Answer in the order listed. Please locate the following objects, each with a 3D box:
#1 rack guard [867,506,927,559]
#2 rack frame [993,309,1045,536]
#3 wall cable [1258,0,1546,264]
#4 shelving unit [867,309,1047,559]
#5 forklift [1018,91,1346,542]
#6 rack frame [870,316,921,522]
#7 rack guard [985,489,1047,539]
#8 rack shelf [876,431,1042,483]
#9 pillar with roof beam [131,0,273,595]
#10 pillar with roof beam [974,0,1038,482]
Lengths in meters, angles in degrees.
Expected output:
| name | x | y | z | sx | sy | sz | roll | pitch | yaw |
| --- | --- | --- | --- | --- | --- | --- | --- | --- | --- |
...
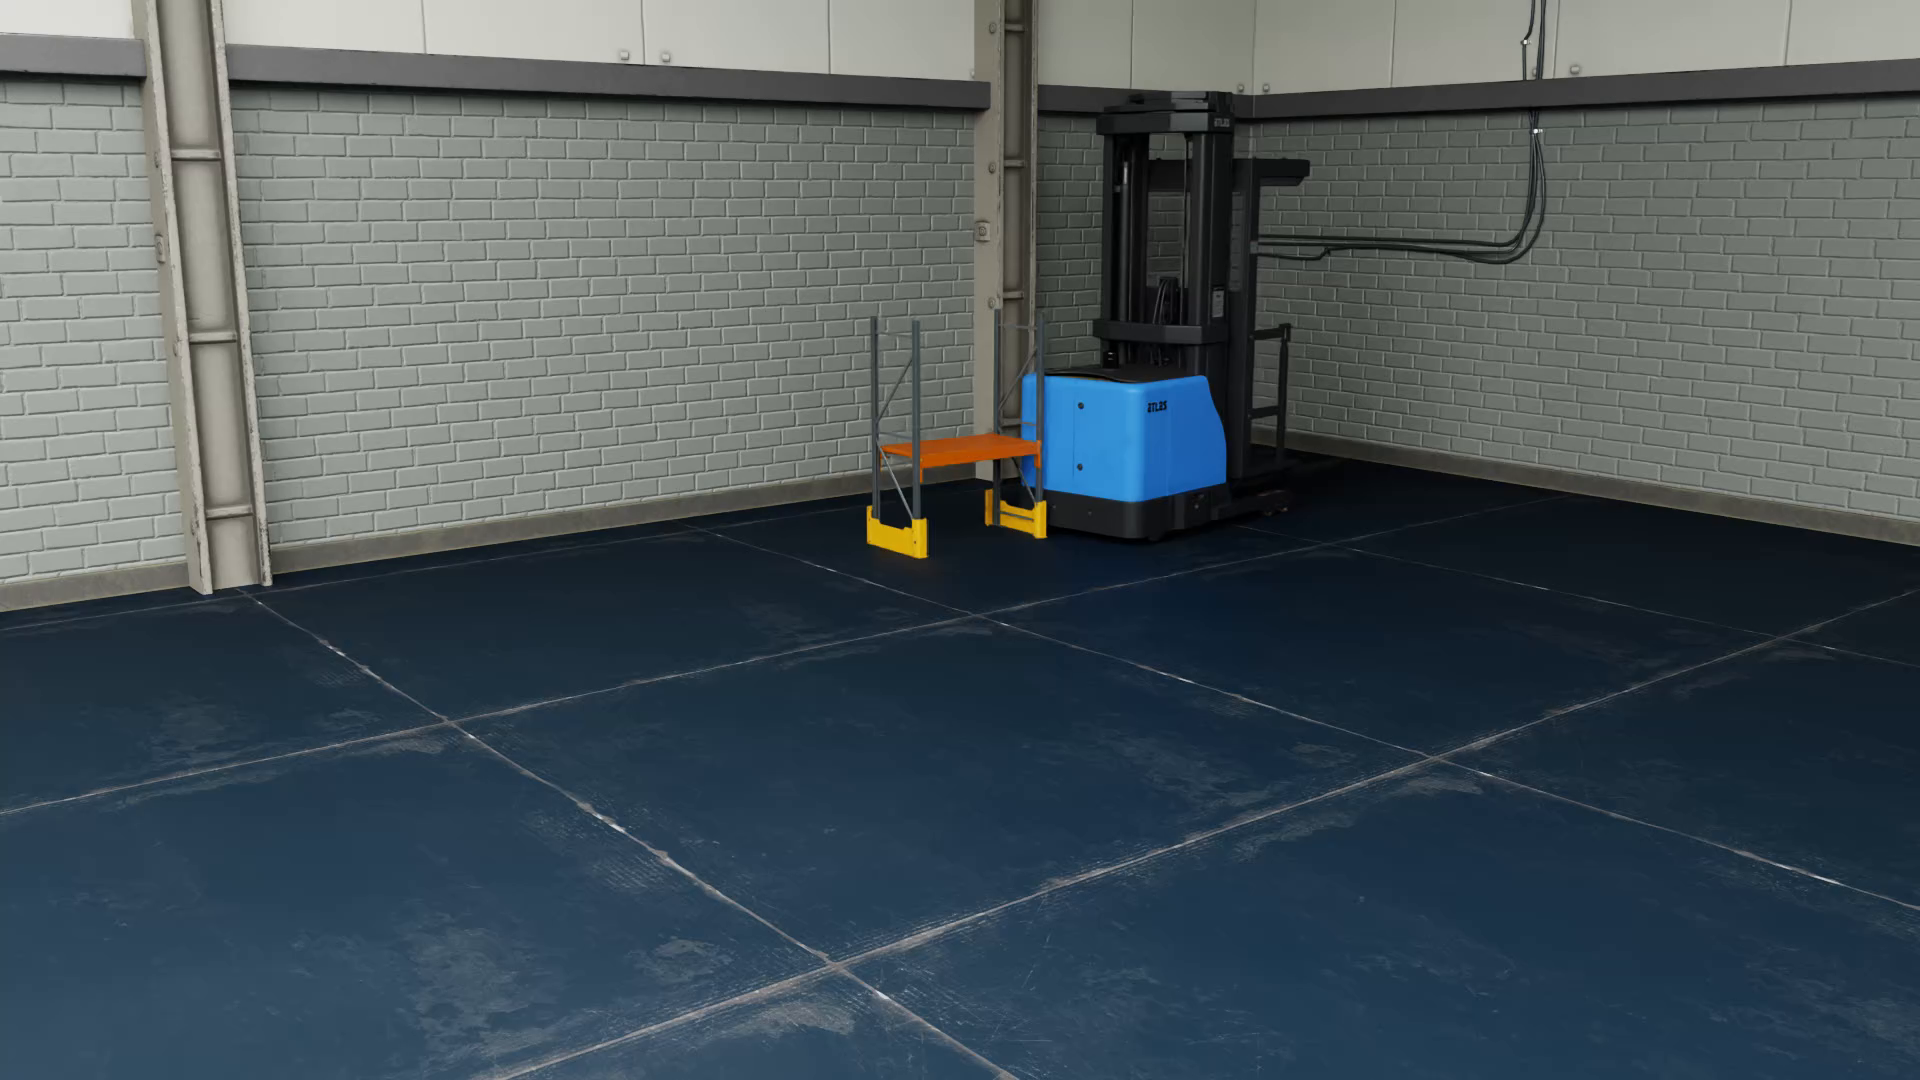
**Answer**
| name | x | y | z | sx | sy | sz | roll | pitch | yaw |
| --- | --- | --- | --- | --- | --- | --- | --- | --- | --- |
| rack guard | -0.412 | -0.056 | 10.789 | 0.087 | 0.250 | 0.587 | -9 | 15 | -36 |
| rack frame | 0.394 | -0.795 | 11.263 | 0.032 | 1.500 | 0.500 | -9 | 15 | -36 |
| wall cable | 3.483 | -3.563 | 13.718 | 0.112 | 2.526 | 3.097 | -9 | 15 | -38 |
| shelving unit | -0.017 | -0.730 | 10.955 | 1.083 | 1.500 | 0.587 | -9 | 15 | -36 |
| forklift | 1.768 | -1.667 | 11.923 | 1.130 | 2.935 | 3.031 | 11 | 16 | 41 |
| rack frame | -0.413 | -0.667 | 10.658 | 0.032 | 1.500 | 0.500 | -9 | 15 | -36 |
| rack guard | 0.379 | -0.181 | 11.381 | 0.087 | 0.250 | 0.587 | -9 | 15 | -36 |
| rack shelf | -0.010 | -0.555 | 10.998 | 1.000 | 0.185 | 0.538 | -9 | 15 | -36 |
| pillar with roof beam | -1.639 | -3.437 | 5.651 | 0.400 | 9.000 | 9.100 | -9 | 15 | -38 |
| pillar with roof beam | 3.046 | -4.216 | 9.317 | 0.400 | 9.000 | 9.100 | -9 | 15 | -38 |
